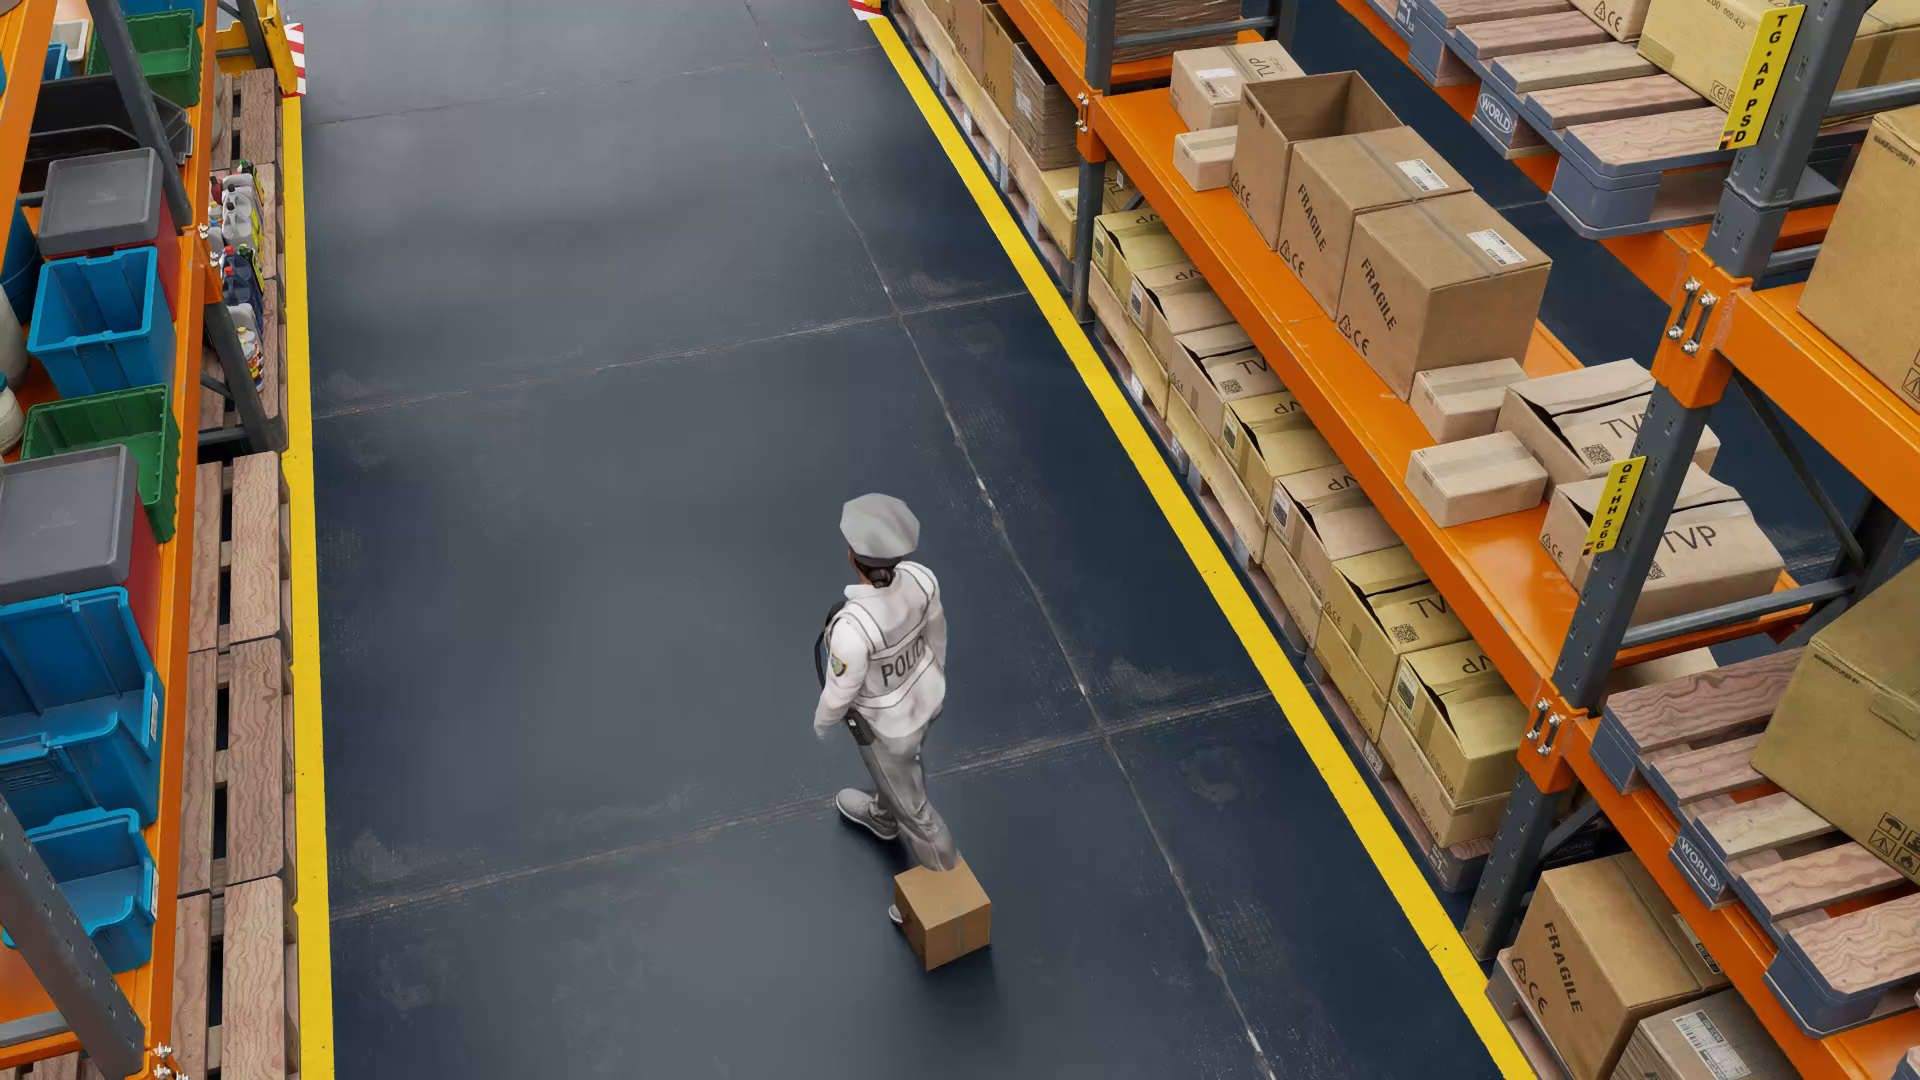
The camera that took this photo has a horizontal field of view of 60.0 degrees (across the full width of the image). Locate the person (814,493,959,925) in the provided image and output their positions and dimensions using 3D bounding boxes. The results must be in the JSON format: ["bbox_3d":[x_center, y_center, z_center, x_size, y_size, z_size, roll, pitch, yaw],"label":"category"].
[{"bbox_3d":[-0.239,0.552,5.530,0.636,1.649,0.526,20,46,21],"label":"person"}]
